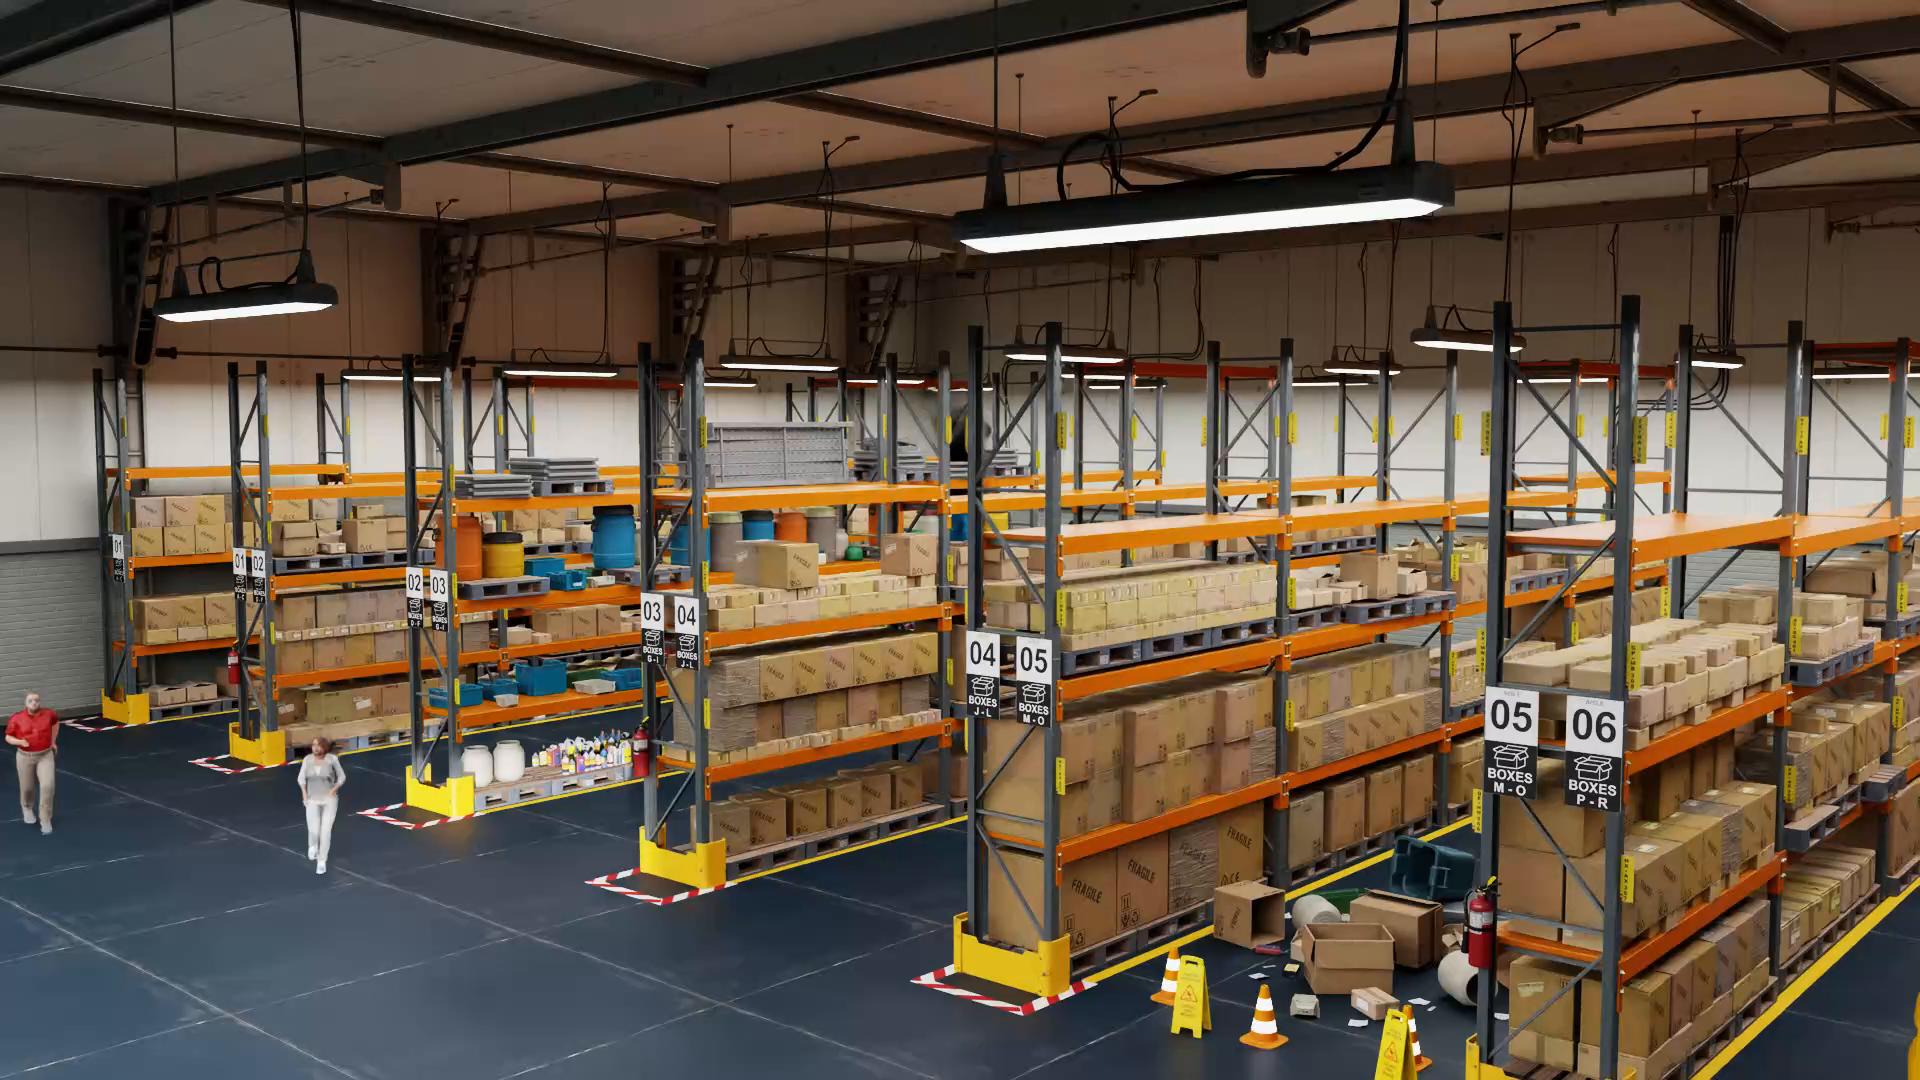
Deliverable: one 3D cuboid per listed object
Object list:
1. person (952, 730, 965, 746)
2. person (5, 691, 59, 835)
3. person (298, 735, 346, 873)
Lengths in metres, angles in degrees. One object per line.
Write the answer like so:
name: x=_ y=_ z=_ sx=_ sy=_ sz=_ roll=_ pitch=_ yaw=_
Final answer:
person: x=-0.051 y=2.507 z=24.464 sx=0.696 sy=1.716 sz=0.605 roll=3 pitch=5 yaw=36
person: x=-11.633 y=2.776 z=20.893 sx=0.611 sy=1.771 sz=0.893 roll=-3 pitch=5 yaw=-32
person: x=-7.270 y=3.004 z=18.949 sx=0.527 sy=1.562 sz=0.569 roll=-1 pitch=4 yaw=-14
